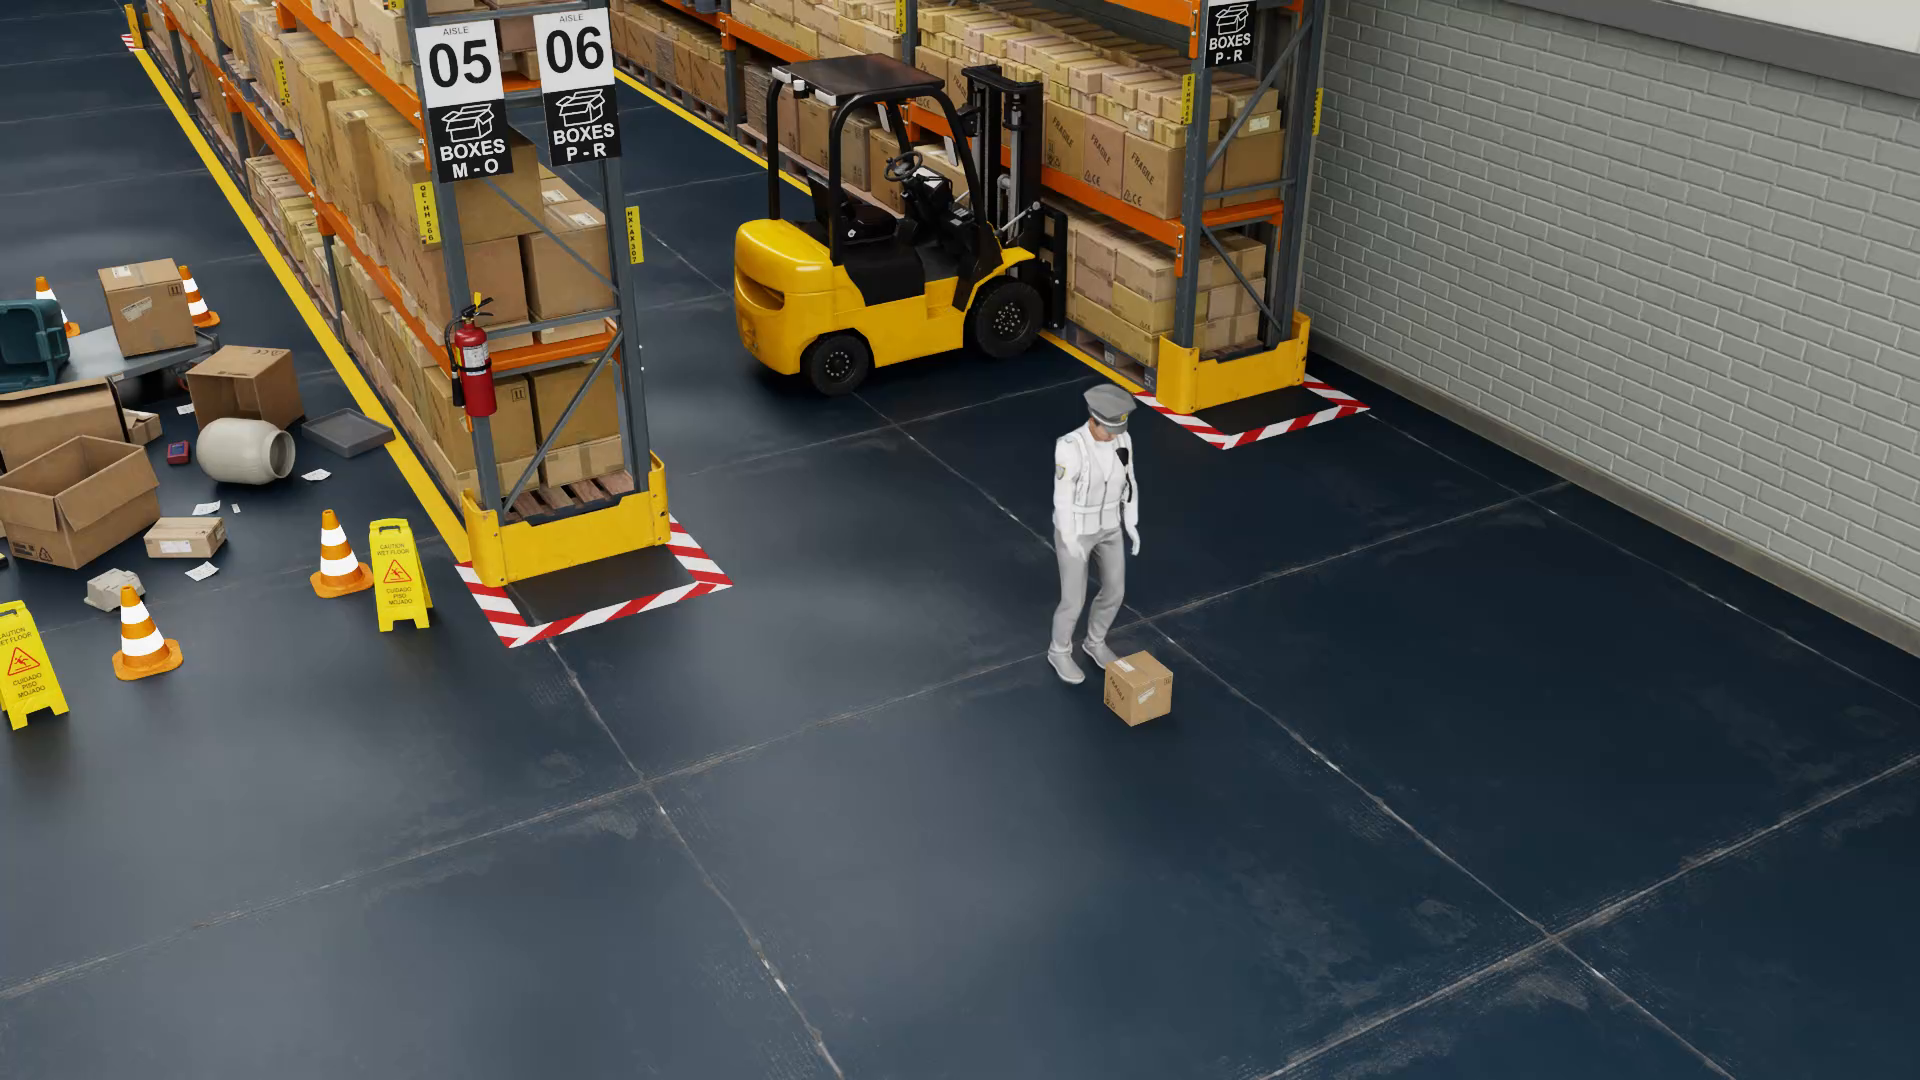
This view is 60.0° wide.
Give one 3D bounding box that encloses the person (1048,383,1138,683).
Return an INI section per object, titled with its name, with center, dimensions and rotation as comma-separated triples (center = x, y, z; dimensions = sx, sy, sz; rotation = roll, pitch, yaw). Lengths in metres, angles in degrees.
[person]
center = 0.706, -0.038, 8.652
dimensions = 0.488, 1.647, 0.396
rotation = -15, 33, -25
